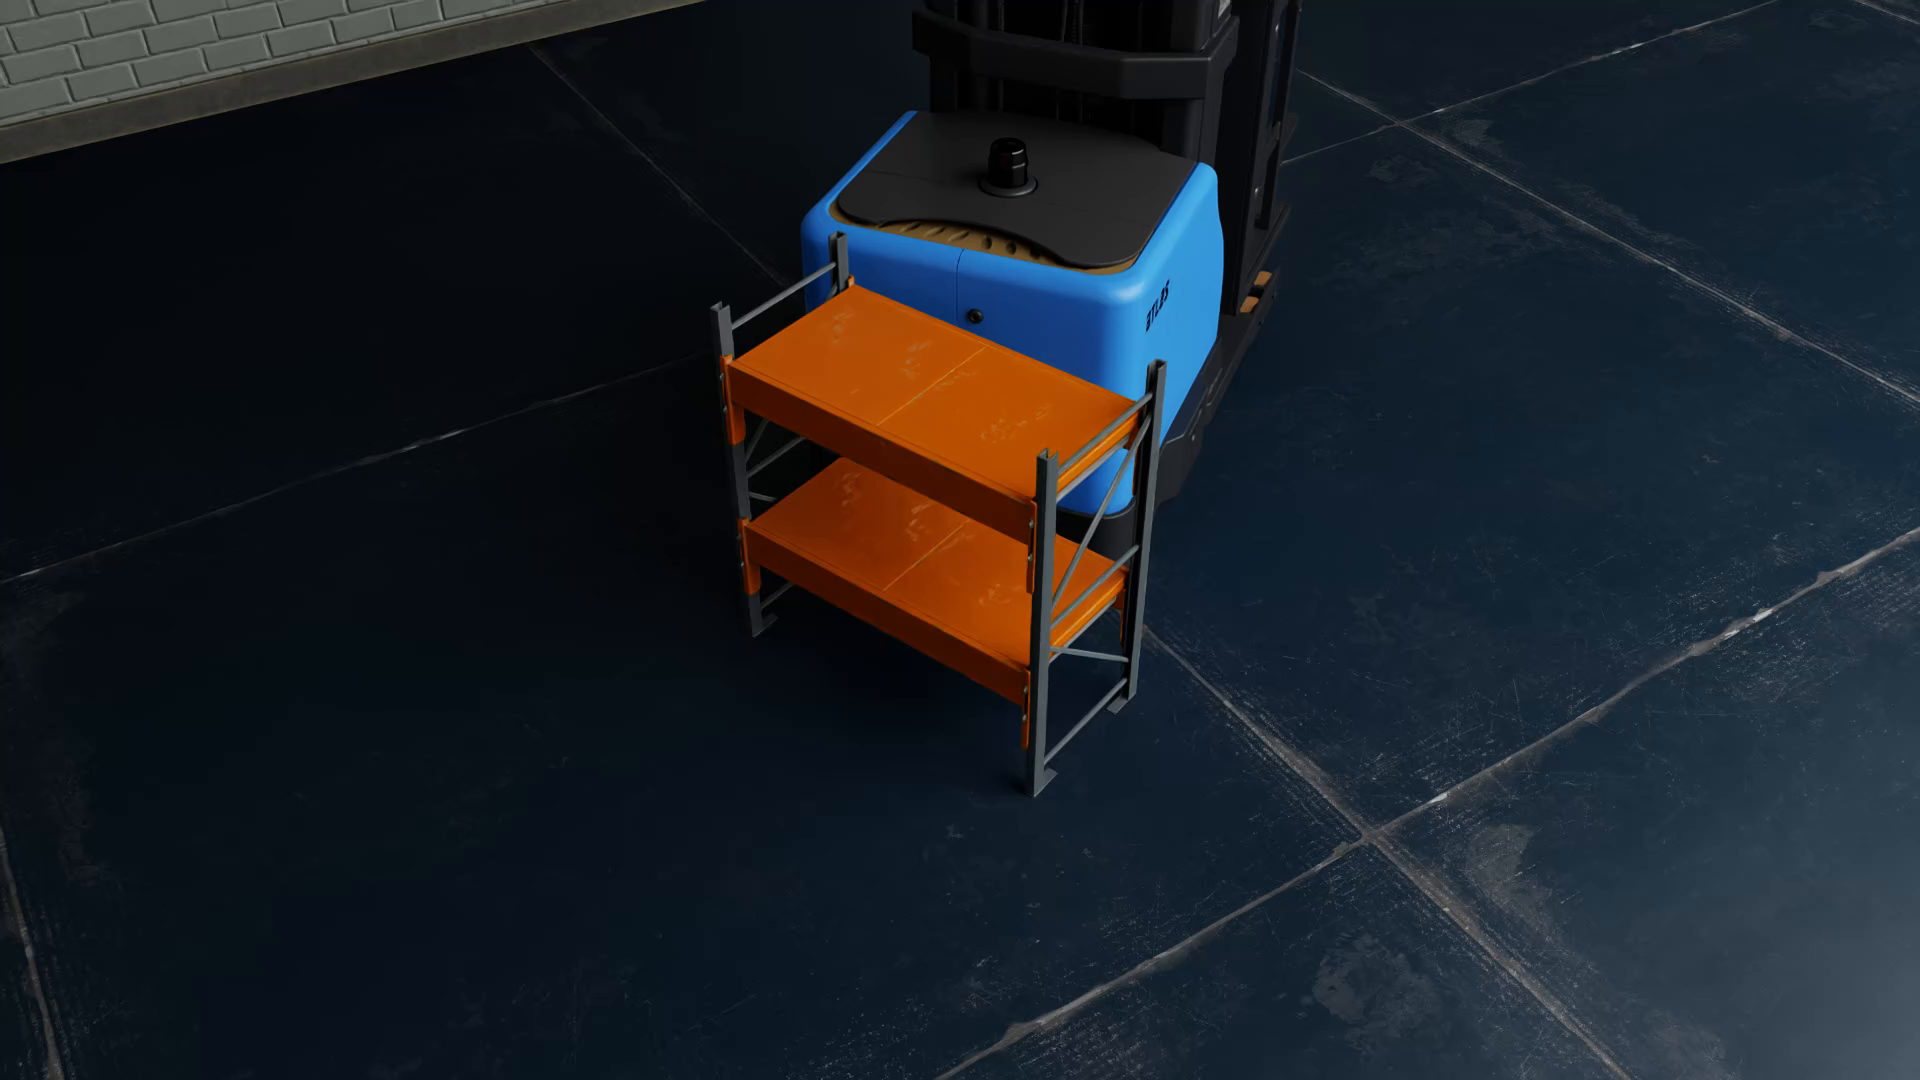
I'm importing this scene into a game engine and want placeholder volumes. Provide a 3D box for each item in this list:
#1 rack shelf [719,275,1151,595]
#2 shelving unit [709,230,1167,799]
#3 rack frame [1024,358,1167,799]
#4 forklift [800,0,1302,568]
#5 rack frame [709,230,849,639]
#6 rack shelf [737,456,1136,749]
[{"bbox_3d":[-0.066,-0.300,4.274,1.000,0.278,0.538,26,46,28],"label":"rack shelf"},{"bbox_3d":[-0.066,-0.075,4.461,1.048,1.125,0.538,26,46,28],"label":"shelving unit"},{"bbox_3d":[0.336,0.124,4.223,0.032,1.125,0.500,26,46,28],"label":"rack frame"},{"bbox_3d":[0.556,-1.952,5.303,1.130,2.935,3.031,15,42,17],"label":"forklift"},{"bbox_3d":[-0.469,-0.274,4.700,0.032,1.125,0.500,26,46,28],"label":"rack frame"},{"bbox_3d":[-0.066,0.113,4.618,1.000,0.278,0.538,26,46,28],"label":"rack shelf"}]
